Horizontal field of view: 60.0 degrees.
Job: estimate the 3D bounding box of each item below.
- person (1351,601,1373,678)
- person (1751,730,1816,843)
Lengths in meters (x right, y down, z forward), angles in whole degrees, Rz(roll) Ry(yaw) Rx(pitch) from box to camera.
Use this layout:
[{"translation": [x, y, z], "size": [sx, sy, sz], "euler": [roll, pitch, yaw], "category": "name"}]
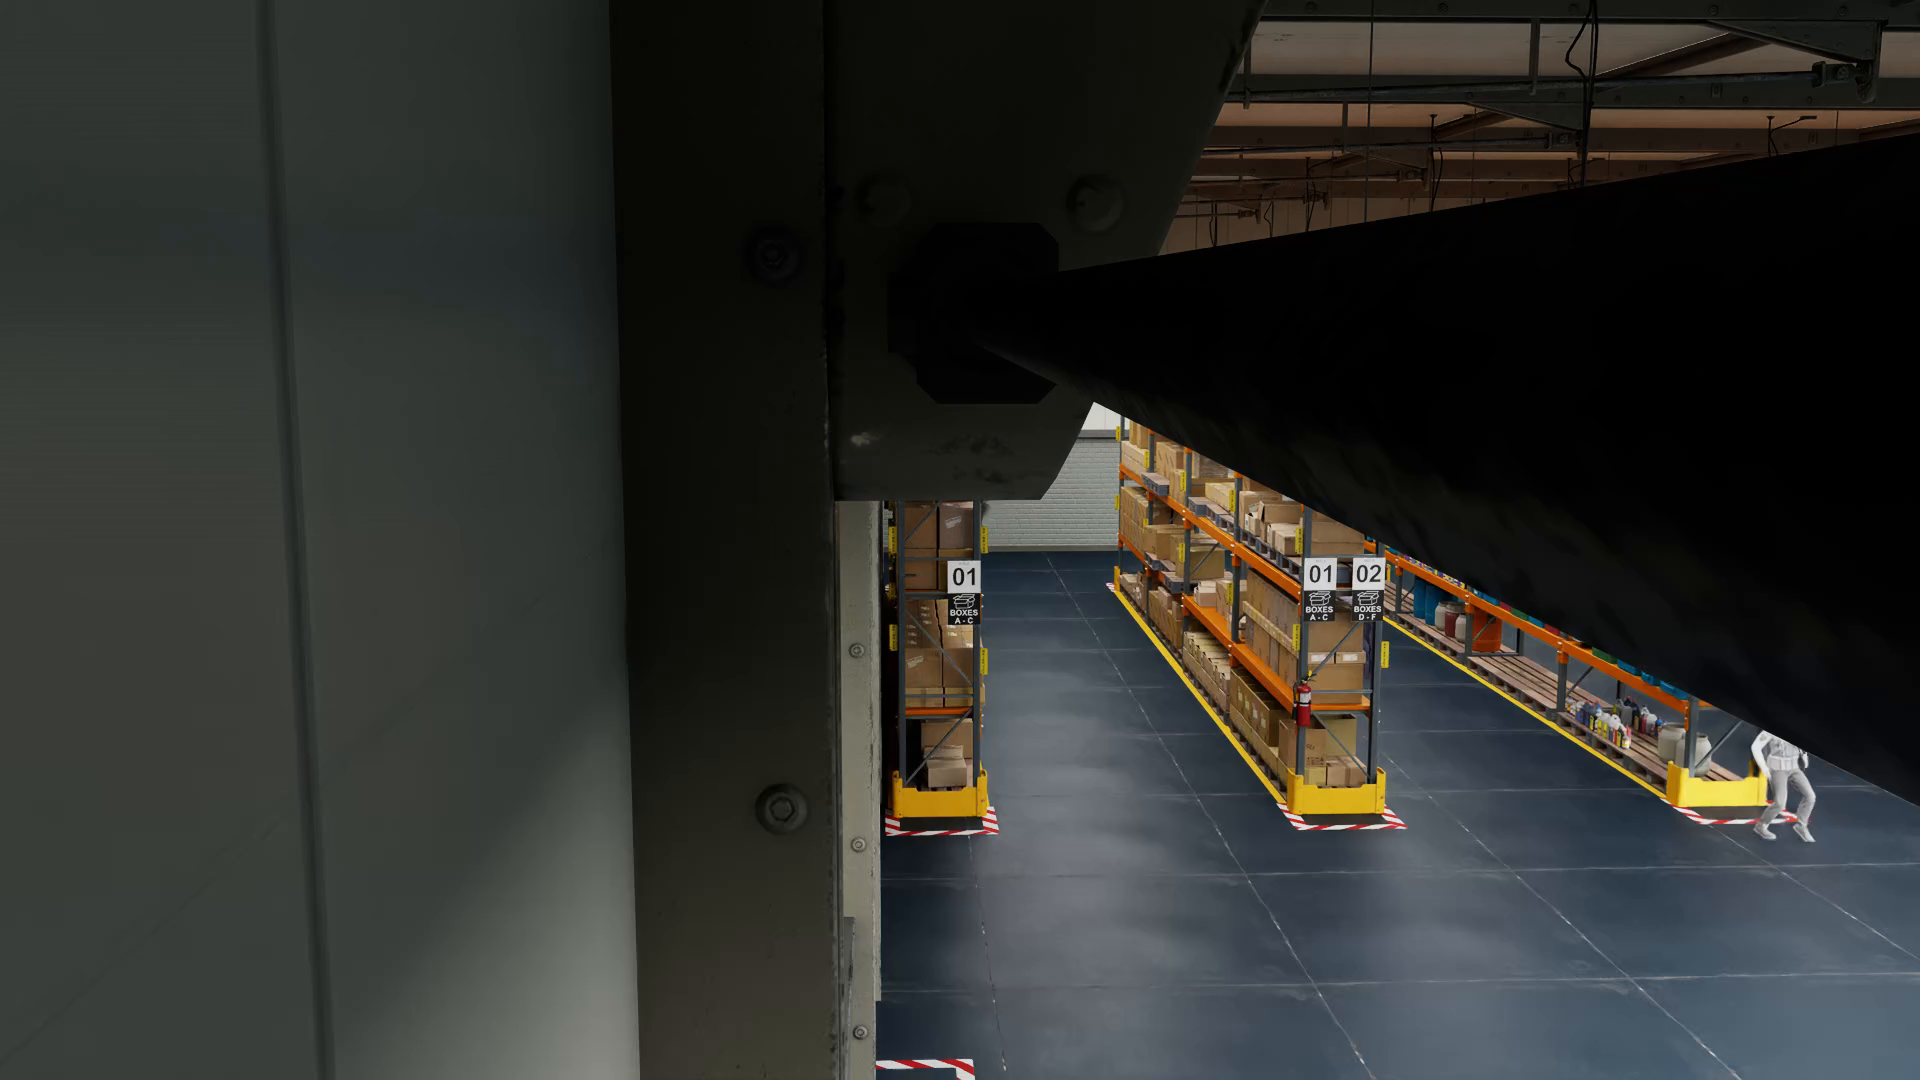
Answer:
[{"translation": [6.806, 1.494, 27.912], "size": [0.607, 1.632, 0.941], "euler": [-1, 8, -8], "category": "person"}, {"translation": [9.707, 2.733, 19.554], "size": [0.750, 1.701, 0.519], "euler": [-4, 9, -26], "category": "person"}]
